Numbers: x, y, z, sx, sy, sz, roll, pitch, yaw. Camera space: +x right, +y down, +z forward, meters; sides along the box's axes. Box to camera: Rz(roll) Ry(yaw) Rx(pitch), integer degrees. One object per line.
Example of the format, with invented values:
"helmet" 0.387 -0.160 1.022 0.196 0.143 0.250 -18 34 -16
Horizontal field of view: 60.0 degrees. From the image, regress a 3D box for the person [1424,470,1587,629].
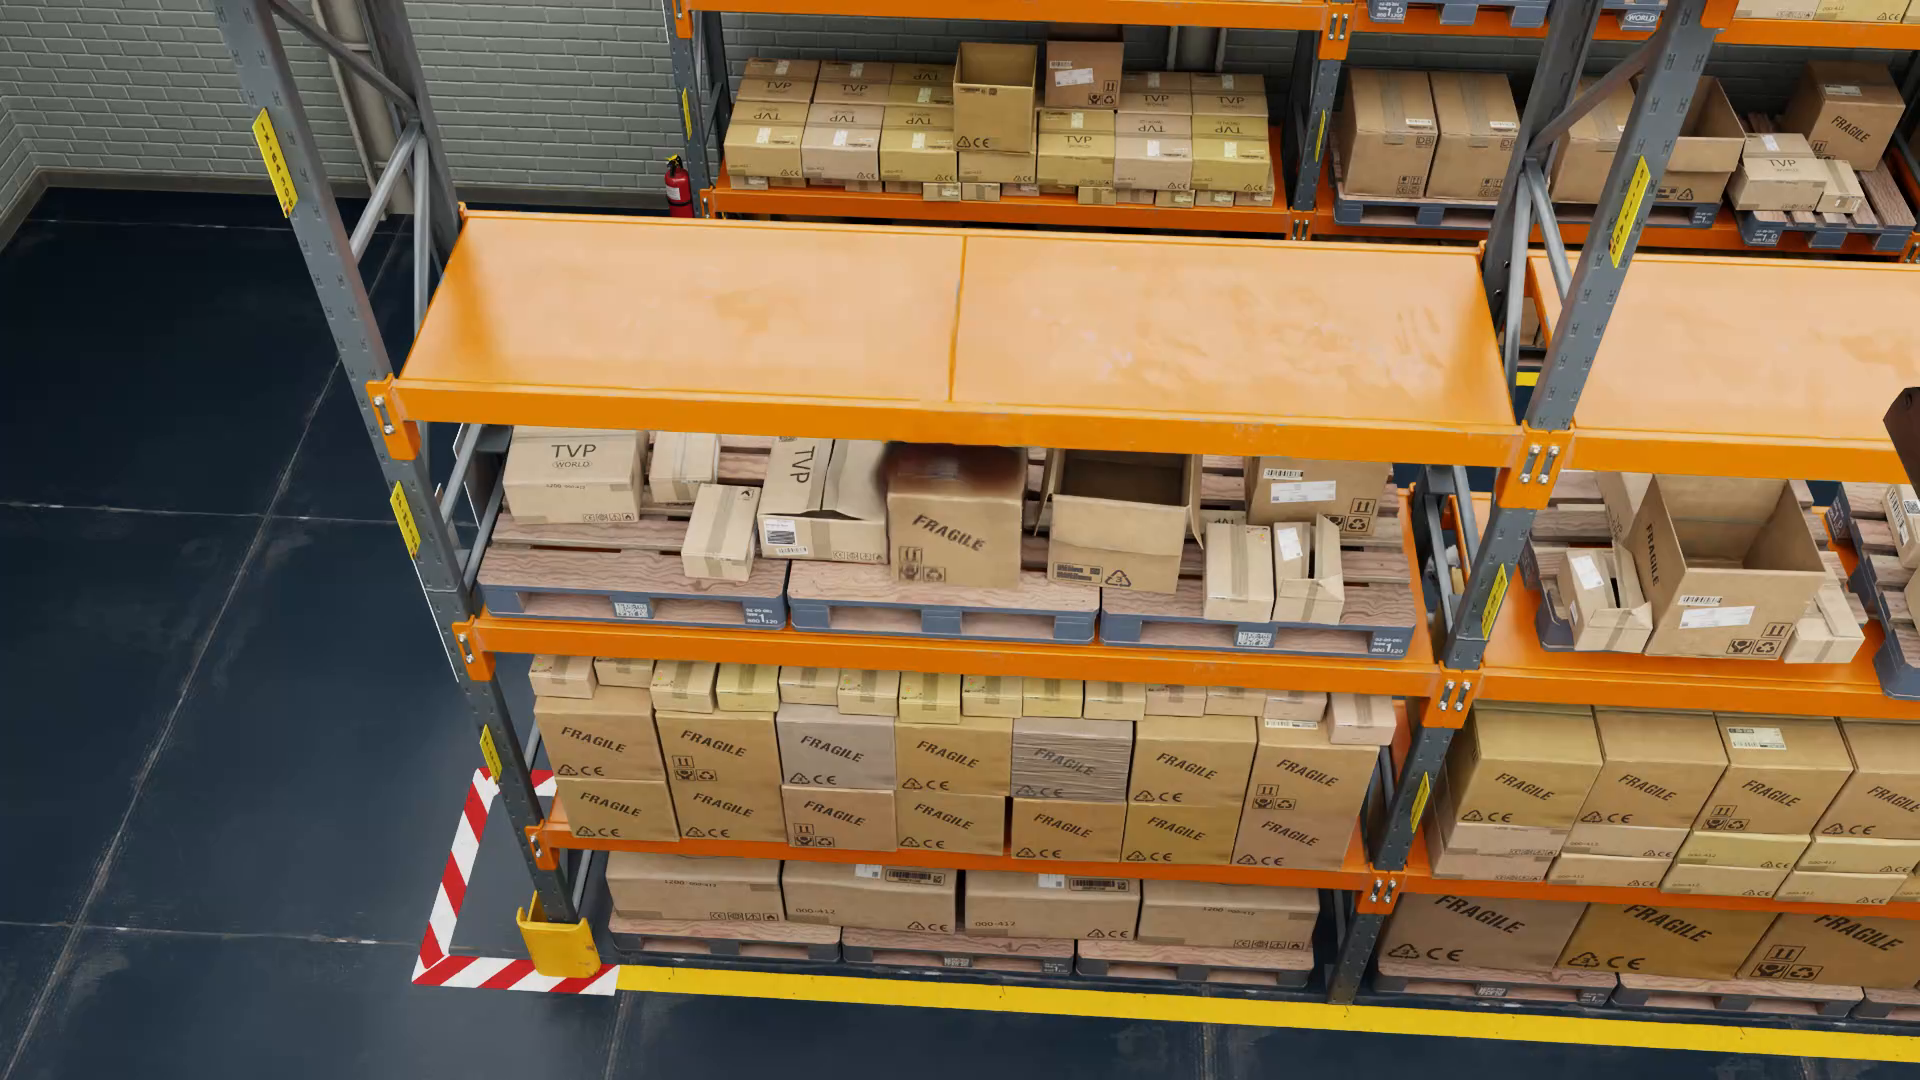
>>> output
"person" 3.074 0.133 9.397 0.757 1.743 0.578 -1 48 -1
